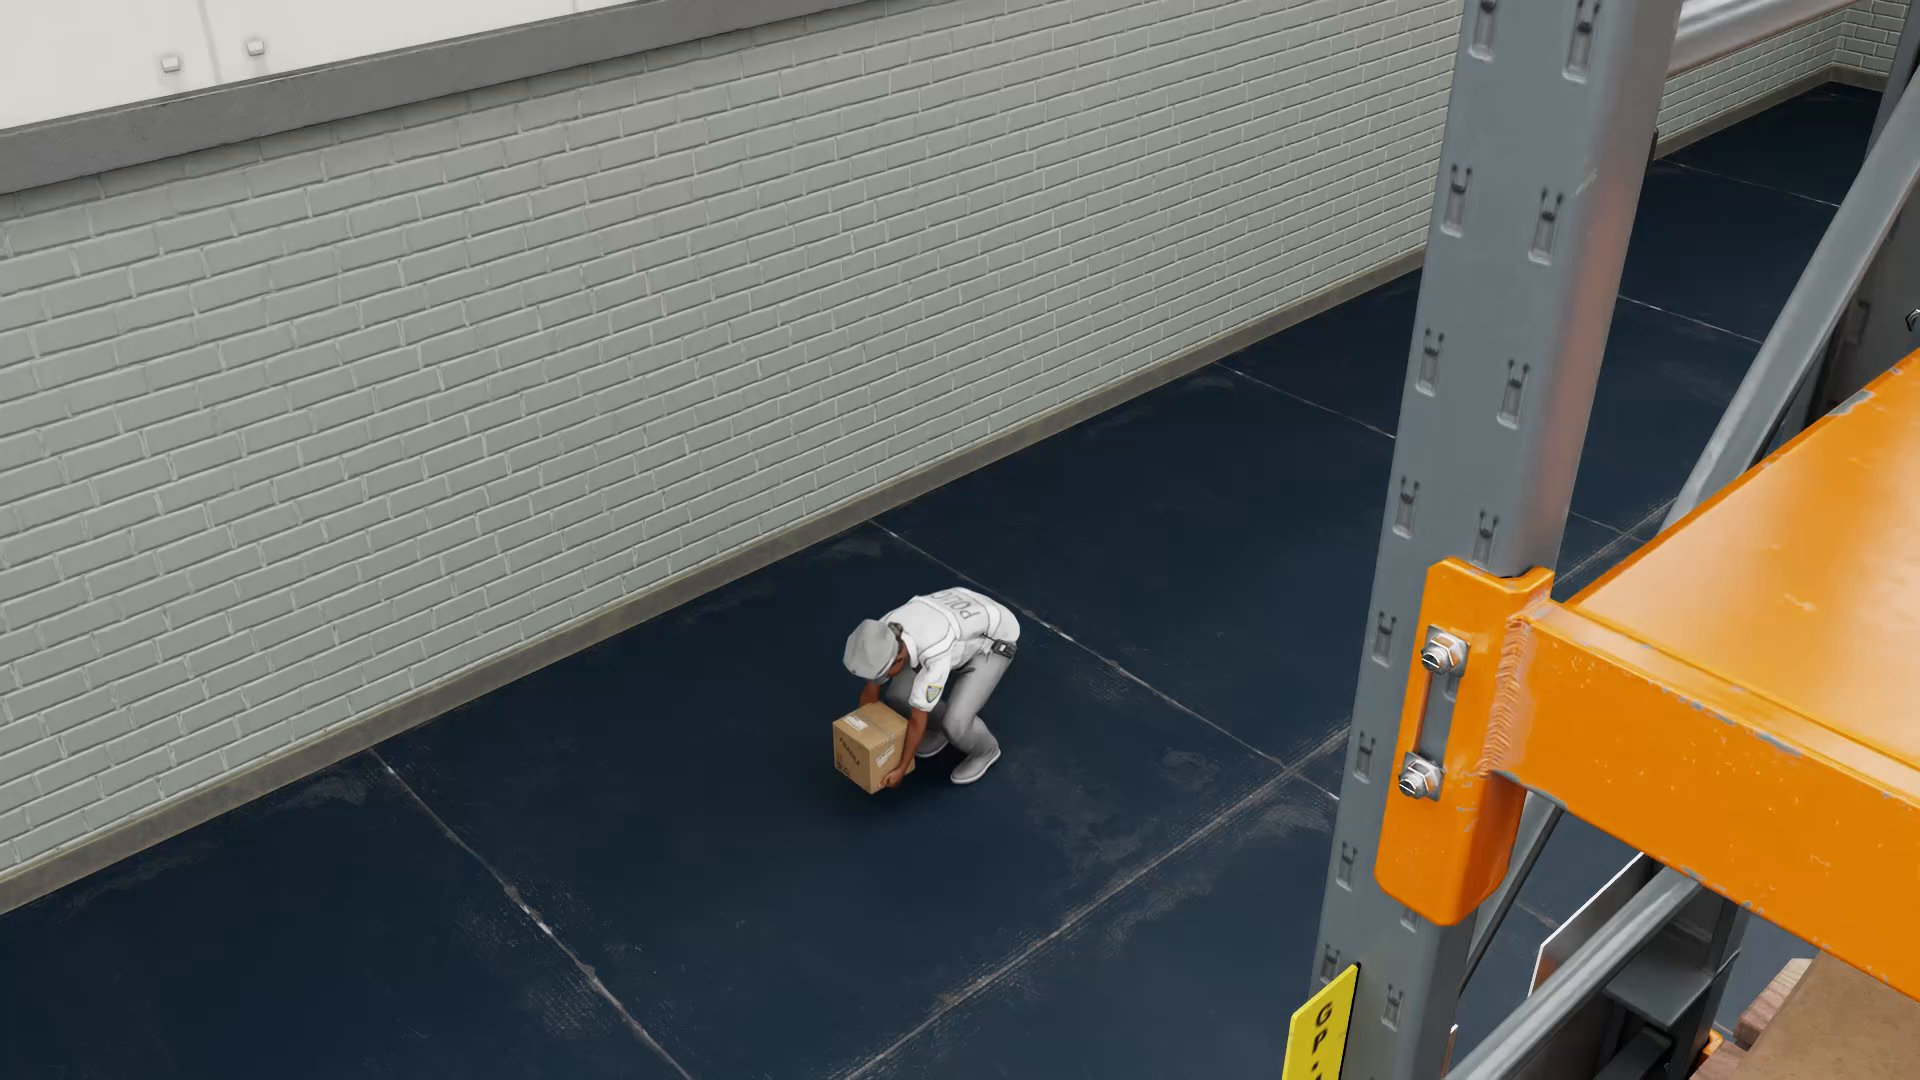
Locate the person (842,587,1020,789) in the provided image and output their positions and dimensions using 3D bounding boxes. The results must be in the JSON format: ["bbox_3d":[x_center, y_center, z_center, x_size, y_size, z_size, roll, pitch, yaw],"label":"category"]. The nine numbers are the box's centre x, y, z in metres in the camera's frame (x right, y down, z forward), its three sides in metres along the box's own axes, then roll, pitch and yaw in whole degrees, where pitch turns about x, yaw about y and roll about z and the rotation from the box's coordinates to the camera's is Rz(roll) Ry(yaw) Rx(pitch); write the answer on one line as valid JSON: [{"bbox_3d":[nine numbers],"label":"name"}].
[{"bbox_3d":[-0.133,0.642,7.259,0.470,0.979,0.917,28,41,37],"label":"person"}]
